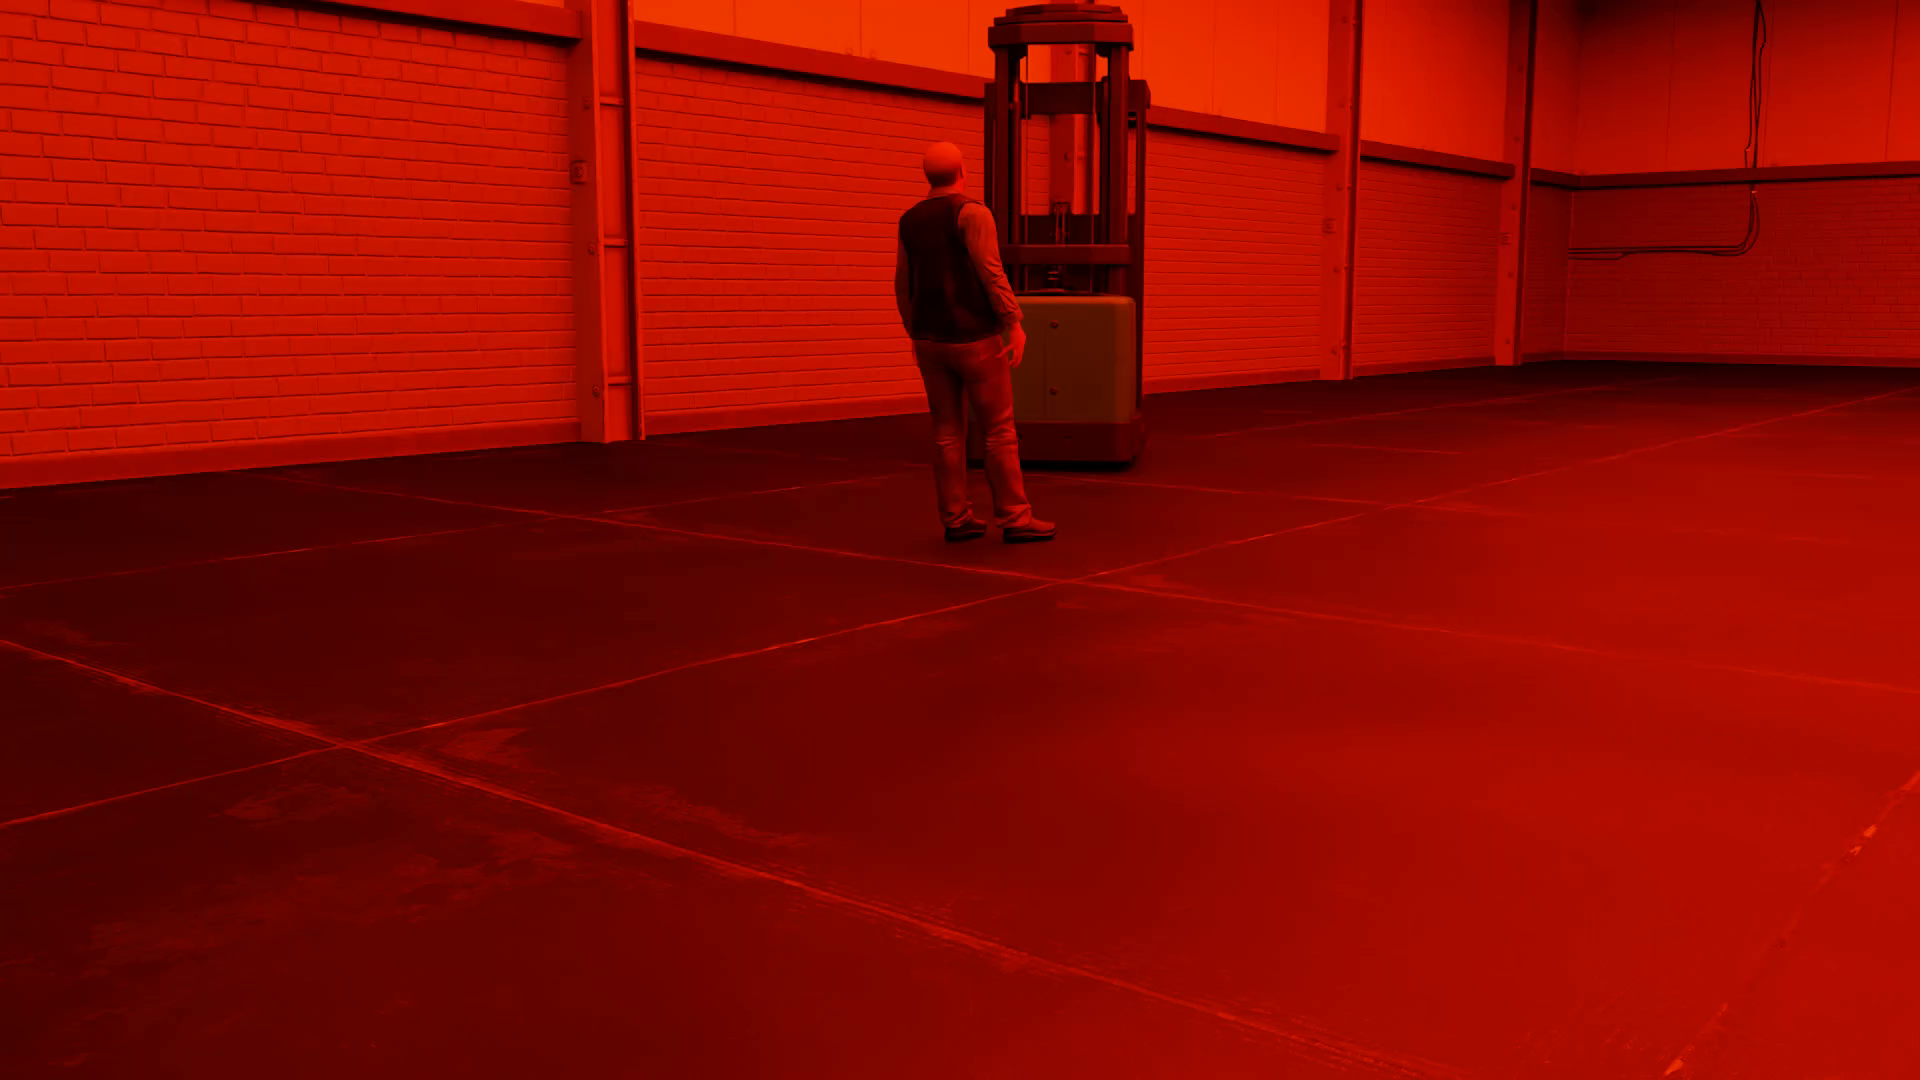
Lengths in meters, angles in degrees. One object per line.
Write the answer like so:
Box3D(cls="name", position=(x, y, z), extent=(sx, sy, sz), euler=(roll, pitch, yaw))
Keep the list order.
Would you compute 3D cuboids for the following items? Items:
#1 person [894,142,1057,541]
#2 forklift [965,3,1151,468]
Box3D(cls="person", position=(0.045, -0.865, 7.323), extent=(0.633, 1.722, 0.566), euler=(7, 11, 38))
Box3D(cls="forklift", position=(0.744, -2.084, 11.523), extent=(1.130, 2.935, 3.031), euler=(1, 8, 9))
